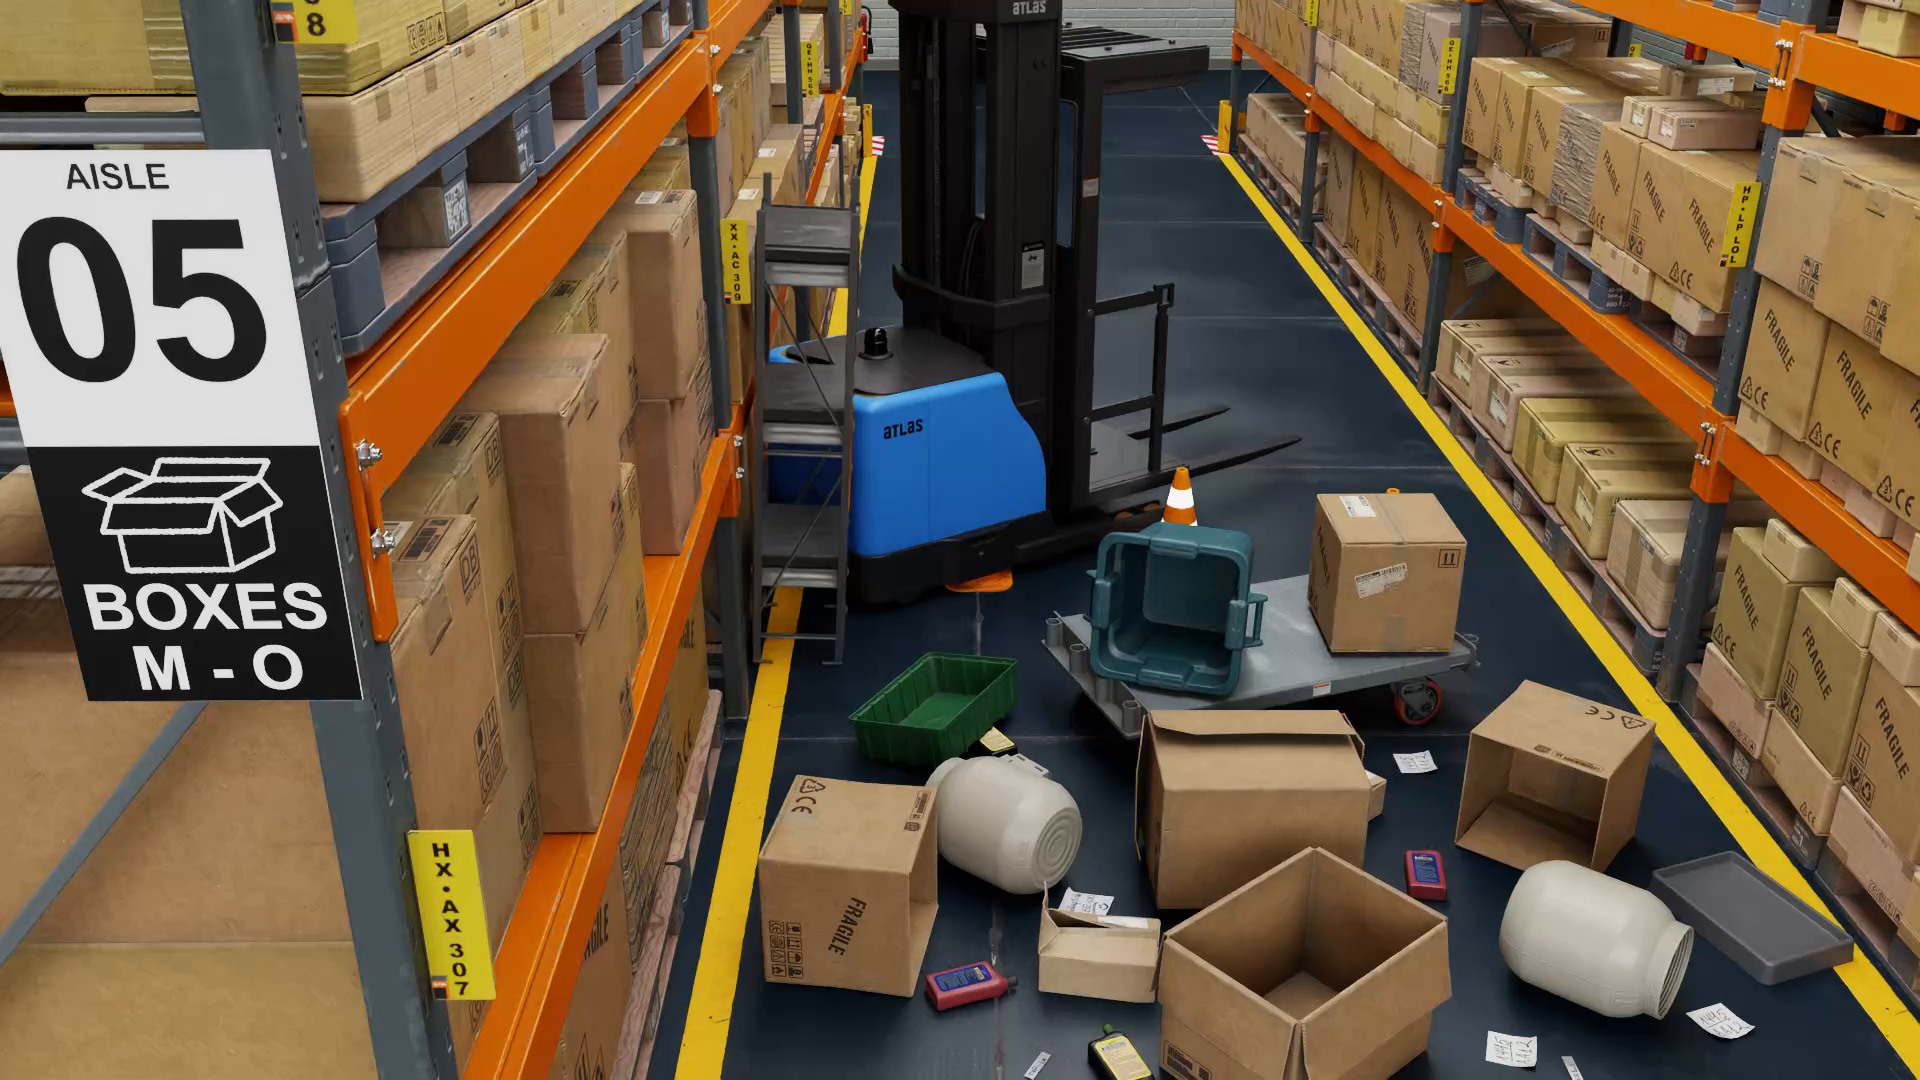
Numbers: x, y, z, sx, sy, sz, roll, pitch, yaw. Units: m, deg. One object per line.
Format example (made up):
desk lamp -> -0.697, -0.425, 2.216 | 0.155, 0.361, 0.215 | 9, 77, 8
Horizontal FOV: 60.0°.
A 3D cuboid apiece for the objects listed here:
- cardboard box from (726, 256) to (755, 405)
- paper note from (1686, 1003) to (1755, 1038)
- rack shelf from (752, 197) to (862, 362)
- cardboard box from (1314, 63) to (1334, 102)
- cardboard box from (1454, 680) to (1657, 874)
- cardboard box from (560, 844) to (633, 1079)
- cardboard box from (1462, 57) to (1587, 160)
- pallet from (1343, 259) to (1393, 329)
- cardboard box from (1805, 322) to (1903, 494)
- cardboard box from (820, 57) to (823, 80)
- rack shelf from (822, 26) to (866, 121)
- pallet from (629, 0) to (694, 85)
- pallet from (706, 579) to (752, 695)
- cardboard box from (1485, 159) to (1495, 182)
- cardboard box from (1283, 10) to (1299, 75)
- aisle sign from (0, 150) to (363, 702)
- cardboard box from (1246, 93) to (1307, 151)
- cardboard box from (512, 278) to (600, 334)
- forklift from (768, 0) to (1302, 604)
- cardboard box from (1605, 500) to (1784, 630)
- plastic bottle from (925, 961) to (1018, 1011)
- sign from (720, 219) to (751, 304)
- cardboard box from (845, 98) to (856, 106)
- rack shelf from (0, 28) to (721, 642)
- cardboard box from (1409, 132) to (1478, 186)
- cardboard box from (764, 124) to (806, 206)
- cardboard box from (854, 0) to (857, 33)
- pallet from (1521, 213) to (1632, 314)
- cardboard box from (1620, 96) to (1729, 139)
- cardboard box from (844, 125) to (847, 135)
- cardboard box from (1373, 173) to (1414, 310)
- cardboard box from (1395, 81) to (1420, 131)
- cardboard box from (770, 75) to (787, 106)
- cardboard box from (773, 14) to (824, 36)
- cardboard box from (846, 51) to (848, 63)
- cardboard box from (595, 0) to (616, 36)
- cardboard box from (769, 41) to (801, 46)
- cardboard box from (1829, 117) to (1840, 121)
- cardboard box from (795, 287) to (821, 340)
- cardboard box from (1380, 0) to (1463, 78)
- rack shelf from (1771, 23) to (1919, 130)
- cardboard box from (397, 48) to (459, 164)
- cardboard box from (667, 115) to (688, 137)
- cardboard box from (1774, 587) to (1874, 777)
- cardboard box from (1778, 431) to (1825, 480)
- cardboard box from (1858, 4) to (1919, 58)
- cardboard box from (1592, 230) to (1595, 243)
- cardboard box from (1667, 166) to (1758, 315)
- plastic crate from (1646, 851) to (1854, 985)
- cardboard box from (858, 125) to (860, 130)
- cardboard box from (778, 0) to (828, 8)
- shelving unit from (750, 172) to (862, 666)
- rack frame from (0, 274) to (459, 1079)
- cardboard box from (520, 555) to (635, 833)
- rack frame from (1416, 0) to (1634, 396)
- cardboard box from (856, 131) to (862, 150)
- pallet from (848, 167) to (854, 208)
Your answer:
cardboard box -> -1.140, -0.883, 6.940 | 0.500, 0.500, 0.500 | 0, 24, 0
paper note -> 2.433, 1.536, 5.317 | 0.142, 0.019, 0.148 | -9, 26, -19
rack shelf -> -0.626, -1.076, 6.850 | 0.431, 0.518, 0.480 | 2, 29, -4
cardboard box -> 3.199, -3.729, 13.536 | 0.500, 0.250, 0.500 | -1, 24, -2
cardboard box -> 2.196, 0.902, 6.145 | 0.500, 0.500, 0.500 | 19, 30, 35
cardboard box -> -1.445, 1.164, 4.605 | 0.875, 0.875, 0.875 | -1, 24, -1
cardboard box -> 3.275, -2.517, 9.684 | 0.500, 0.500, 0.500 | -1, 24, -2
pallet -> 3.558, -1.887, 12.667 | 1.003, 0.211, 1.213 | 0, 24, -1
cardboard box -> 3.300, -0.475, 5.678 | 0.500, 0.500, 0.500 | 0, 24, -1
cardboard box -> -1.285, -3.723, 13.136 | 0.380, 0.149, 0.250 | 0, 24, 0
rack shelf -> -1.513, -4.412, 15.738 | 1.077, 0.370, 4.000 | 0, 24, -1
pallet -> -1.405, -1.608, 5.134 | 1.003, 0.211, 1.213 | 0, 24, -1
pallet -> -1.487, 0.334, 7.756 | 1.003, 0.211, 1.213 | 0, 24, -1
cardboard box -> 3.289, -2.157, 9.674 | 0.380, 0.149, 0.250 | -2, 24, -4
cardboard box -> 3.186, -4.427, 14.777 | 0.500, 0.500, 0.500 | -1, 24, -2
aisle sign -> -1.059, -0.127, 2.237 | 0.394, 0.787, 0.004 | 0, 24, -1
cardboard box -> 3.521, -4.380, 17.394 | 0.875, 0.438, 0.875 | -1, 24, -2
cardboard box -> -1.430, -0.360, 4.413 | 0.875, 0.550, 0.500 | 0, 24, -1
forklift -> 0.518, -1.480, 8.465 | 3.031, 2.935, 1.130 | -16, 29, -31
cardboard box -> 3.537, 0.107, 7.553 | 0.950, 0.372, 0.625 | 0, 24, 0
plastic bottle -> 0.039, 1.455, 5.458 | 0.283, 0.061, 0.133 | -9, 26, -19
sign -> -0.849, -1.053, 6.291 | 0.100, 0.325, 0.005 | 0, 24, -1
cardboard box -> -1.275, -4.510, 17.311 | 0.380, 0.149, 0.250 | 0, 24, 0
rack shelf -> -1.382, -0.834, 4.187 | 1.077, 0.370, 4.000 | 0, 24, -1
cardboard box -> 3.236, -2.470, 10.754 | 0.500, 0.250, 0.500 | -1, 24, -2
cardboard box -> -1.174, -2.129, 9.695 | 0.500, 0.500, 0.500 | 0, 24, -1
cardboard box -> -1.257, -5.140, 15.992 | 0.500, 0.500, 0.500 | 0, 24, 0
pallet -> 3.564, -1.428, 8.501 | 1.003, 0.211, 1.213 | 0, 24, -1
cardboard box -> 3.267, -1.937, 7.614 | 0.380, 0.149, 0.250 | -1, 24, -3
cardboard box -> -1.279, -3.866, 15.886 | 0.380, 0.149, 0.250 | 0, 24, 0
cardboard box -> 3.571, -2.207, 12.059 | 0.875, 0.875, 0.875 | 0, 24, 0
cardboard box -> 3.233, -2.900, 11.098 | 0.500, 0.250, 0.500 | -1, 24, -2
cardboard box -> -1.258, -2.808, 10.393 | 0.380, 0.149, 0.250 | 0, 24, 0
cardboard box -> -1.291, -4.099, 13.247 | 0.380, 0.149, 0.250 | 1, 24, 2
cardboard box -> -1.230, -4.462, 15.280 | 0.380, 0.149, 0.250 | 1, 24, 2
cardboard box -> -1.062, -1.331, 4.086 | 0.380, 0.149, 0.250 | 0, 24, -1
cardboard box -> -1.273, -3.451, 11.814 | 0.380, 0.149, 0.250 | -1, 24, -1
cardboard box -> 8.166, -3.881, 16.215 | 0.500, 0.500, 0.500 | 0, 24, 0
cardboard box -> -1.200, -1.612, 11.199 | 0.500, 0.500, 0.500 | -1, 24, -3
cardboard box -> 3.222, -3.460, 11.426 | 0.500, 0.500, 0.500 | 0, 24, -1
rack shelf -> 3.567, -0.898, 4.328 | 1.077, 0.370, 4.000 | 0, 24, -1
cardboard box -> -1.047, -0.708, 2.709 | 0.380, 0.149, 0.250 | 0, 24, 0
cardboard box -> -1.422, -1.537, 7.173 | 0.700, 0.500, 0.500 | -1, 24, -1
cardboard box -> 3.299, 0.502, 5.918 | 0.500, 0.500, 0.500 | 1, 24, 2
cardboard box -> 3.282, -0.333, 6.152 | 0.380, 0.149, 0.250 | 0, 24, 1
cardboard box -> 3.248, -1.698, 5.528 | 0.380, 0.149, 0.250 | 0, 24, -1
cardboard box -> 3.367, -1.500, 8.222 | 0.380, 0.149, 0.250 | -1, 24, -2
cardboard box -> 3.311, -1.245, 6.870 | 0.500, 0.500, 0.500 | -1, 24, -2
plastic crate -> 2.742, 1.298, 5.783 | 0.402, 0.080, 0.583 | -9, 26, -19
cardboard box -> -1.243, -4.376, 17.374 | 0.380, 0.149, 0.250 | -1, 24, -2
cardboard box -> -1.252, -4.739, 13.893 | 0.500, 0.500, 0.500 | 0, 24, 1
shelving unit -> -0.672, -0.478, 7.184 | 0.431, 2.100, 0.503 | 2, 29, -4
rack frame -> -1.360, 1.029, 2.835 | 1.000, 3.000, 0.127 | 0, 24, -1
cardboard box -> -1.318, 0.350, 4.154 | 0.875, 0.550, 0.550 | 0, 24, -1
rack frame -> 3.502, -2.331, 10.265 | 1.000, 3.000, 0.127 | 0, 24, -1
cardboard box -> -1.216, -4.135, 17.202 | 0.380, 0.149, 0.250 | 0, 24, 1
pallet -> -1.550, -3.426, 16.068 | 1.003, 0.211, 1.213 | 0, 24, -1
